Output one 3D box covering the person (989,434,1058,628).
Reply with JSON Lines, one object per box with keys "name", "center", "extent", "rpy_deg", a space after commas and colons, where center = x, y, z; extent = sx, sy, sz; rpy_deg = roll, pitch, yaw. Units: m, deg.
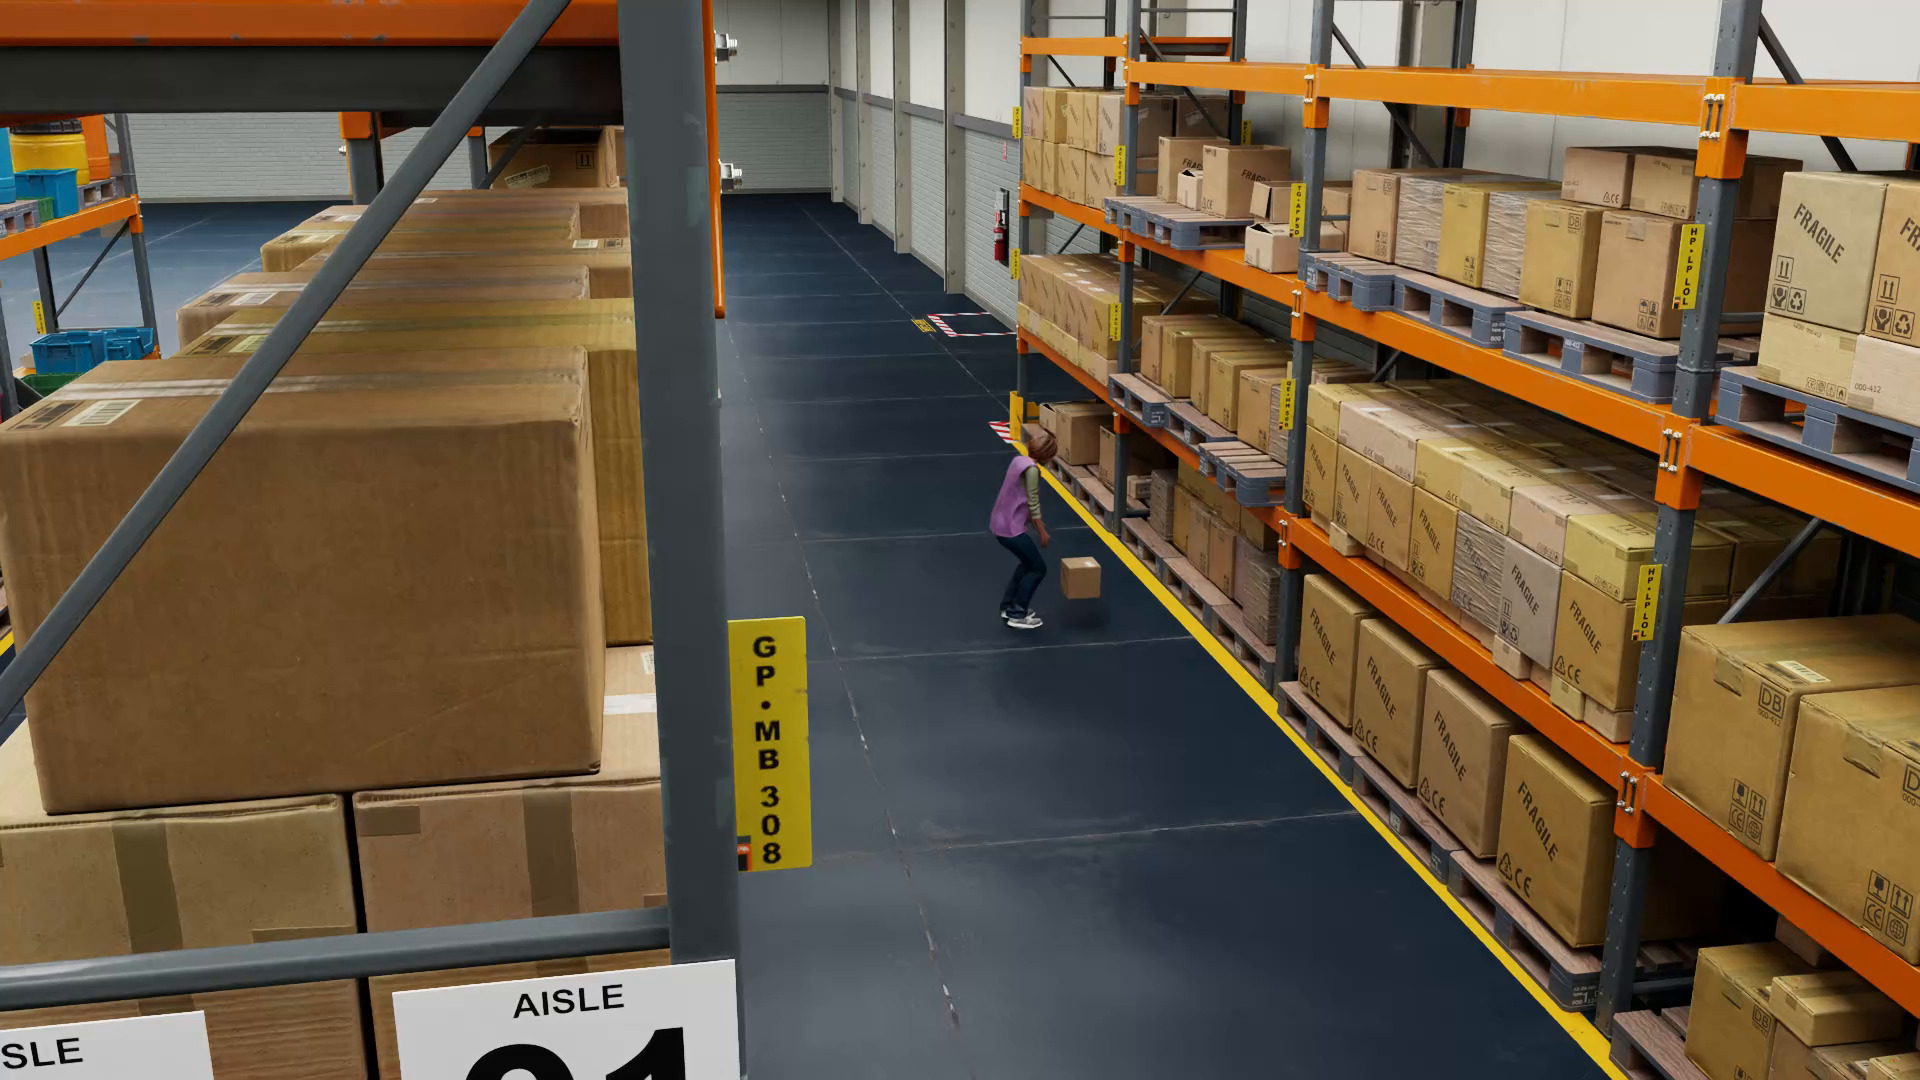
{"name": "person", "center": [0.476, -0.071, 12.573], "extent": [0.518, 1.449, 0.451], "rpy_deg": [-3, 17, -10]}
